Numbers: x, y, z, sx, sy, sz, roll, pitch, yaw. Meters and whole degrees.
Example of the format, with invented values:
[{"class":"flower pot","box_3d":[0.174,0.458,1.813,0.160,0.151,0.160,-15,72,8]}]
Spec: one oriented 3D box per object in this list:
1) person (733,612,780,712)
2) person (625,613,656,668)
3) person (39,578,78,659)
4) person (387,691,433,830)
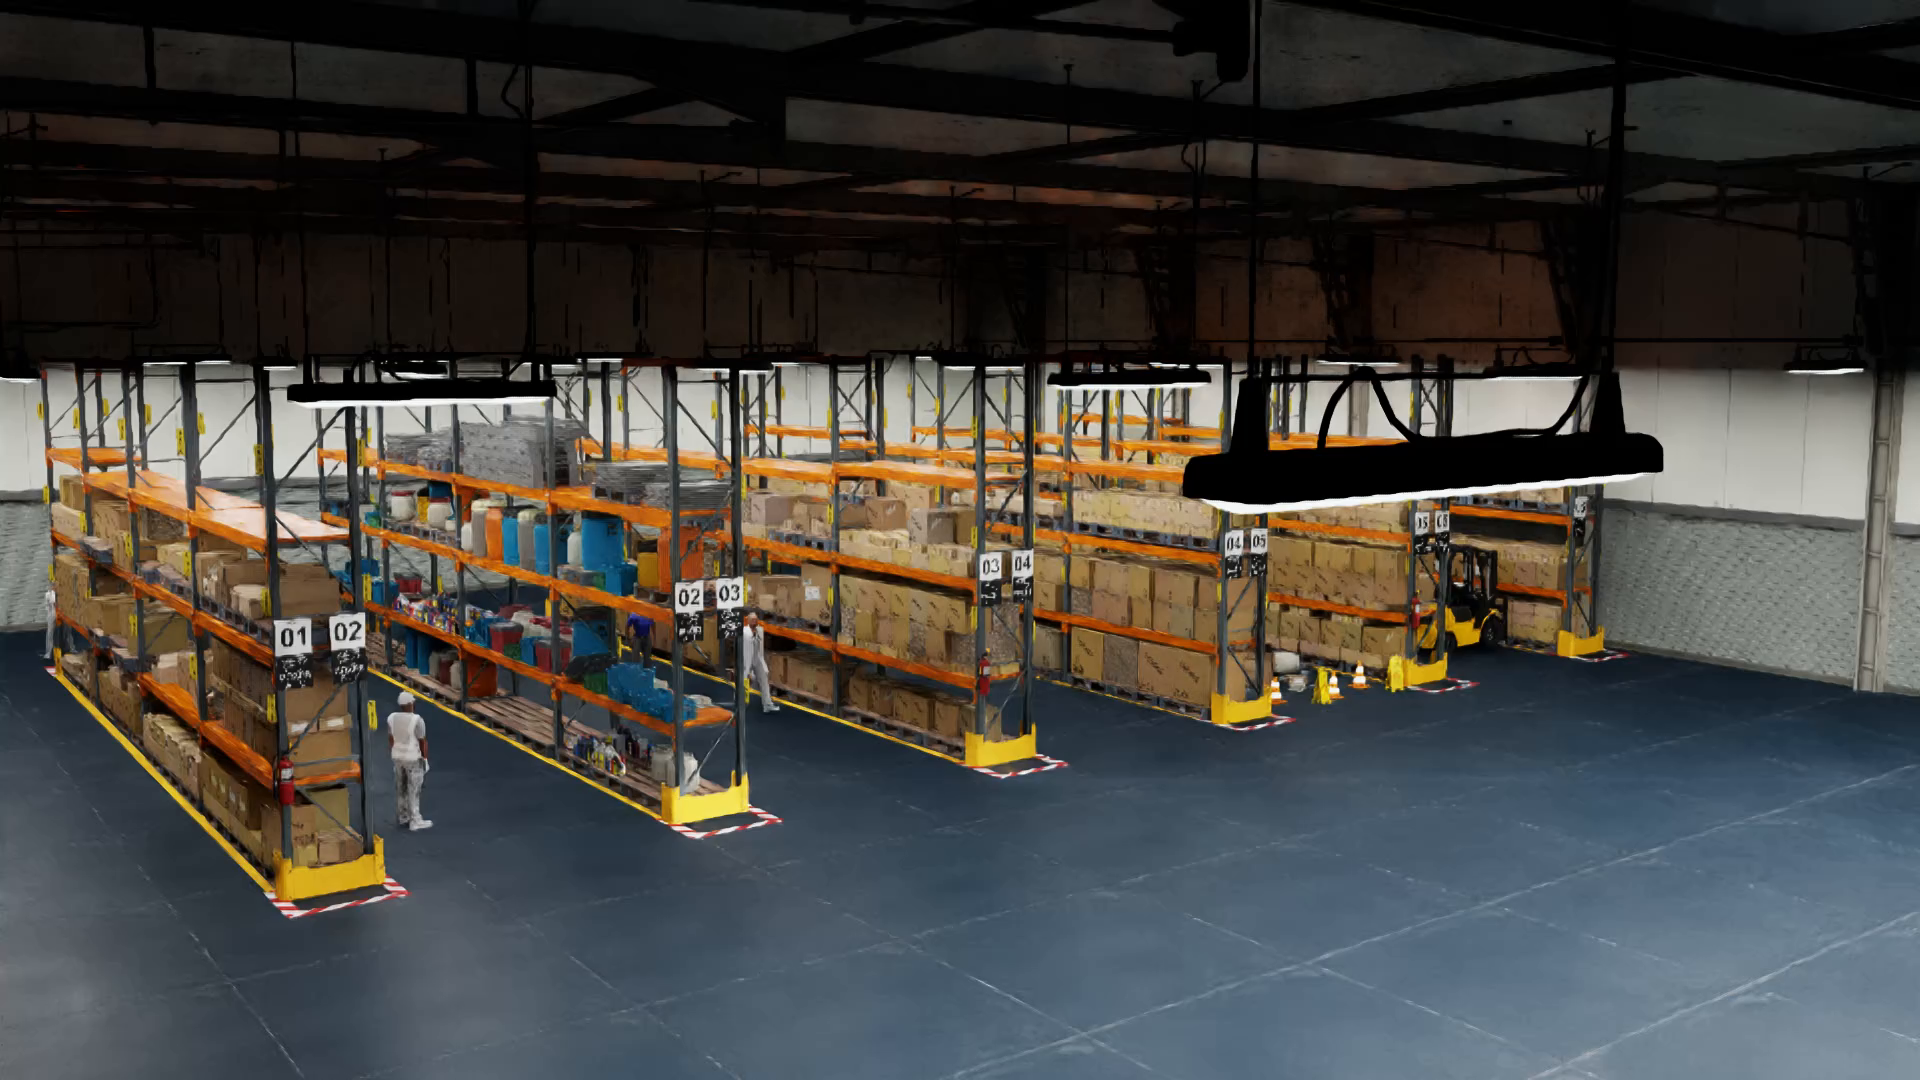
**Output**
[{"class":"person","box_3d":[-3.554,2.062,28.422,0.598,1.698,1.193,-5,8,-33]},{"class":"person","box_3d":[-5.903,1.859,30.729,0.592,1.604,0.518,-5,9,-37]},{"class":"person","box_3d":[-18.024,1.532,33.231,0.525,1.623,0.897,-1,7,-8]},{"class":"person","box_3d":[-7.145,2.835,21.640,0.614,1.782,0.450,3,7,23]}]
